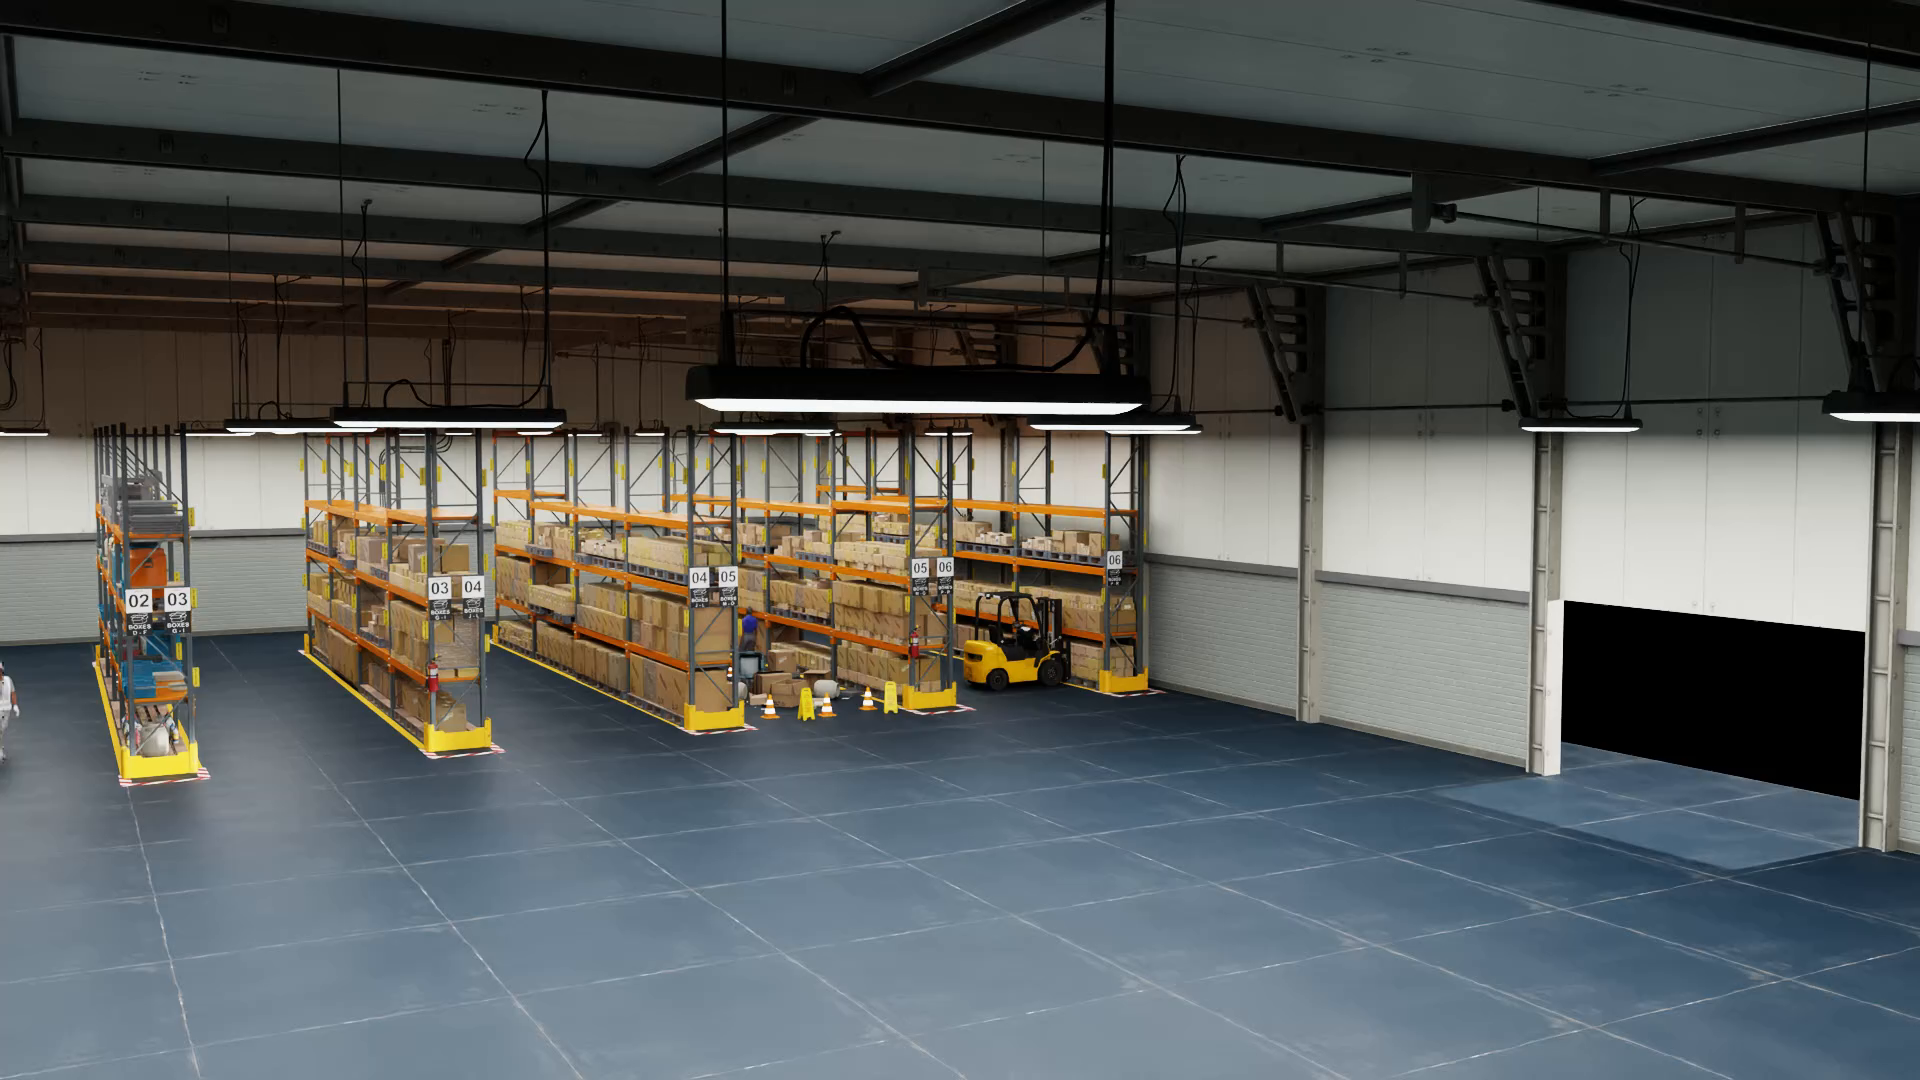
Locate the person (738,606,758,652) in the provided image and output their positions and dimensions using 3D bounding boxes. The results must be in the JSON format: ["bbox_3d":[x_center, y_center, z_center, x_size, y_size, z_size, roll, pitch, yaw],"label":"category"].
[{"bbox_3d":[-5.146,2.441,40.434,0.529,1.658,0.425,-2,4,-34],"label":"person"}]

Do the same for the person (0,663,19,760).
[{"bbox_3d":[-17.101,3.032,29.627,1.066,1.722,0.580,2,4,33],"label":"person"}]

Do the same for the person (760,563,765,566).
[{"bbox_3d":[-6.559,1.581,55.244,0.473,1.623,0.463,3,5,40],"label":"person"}]
